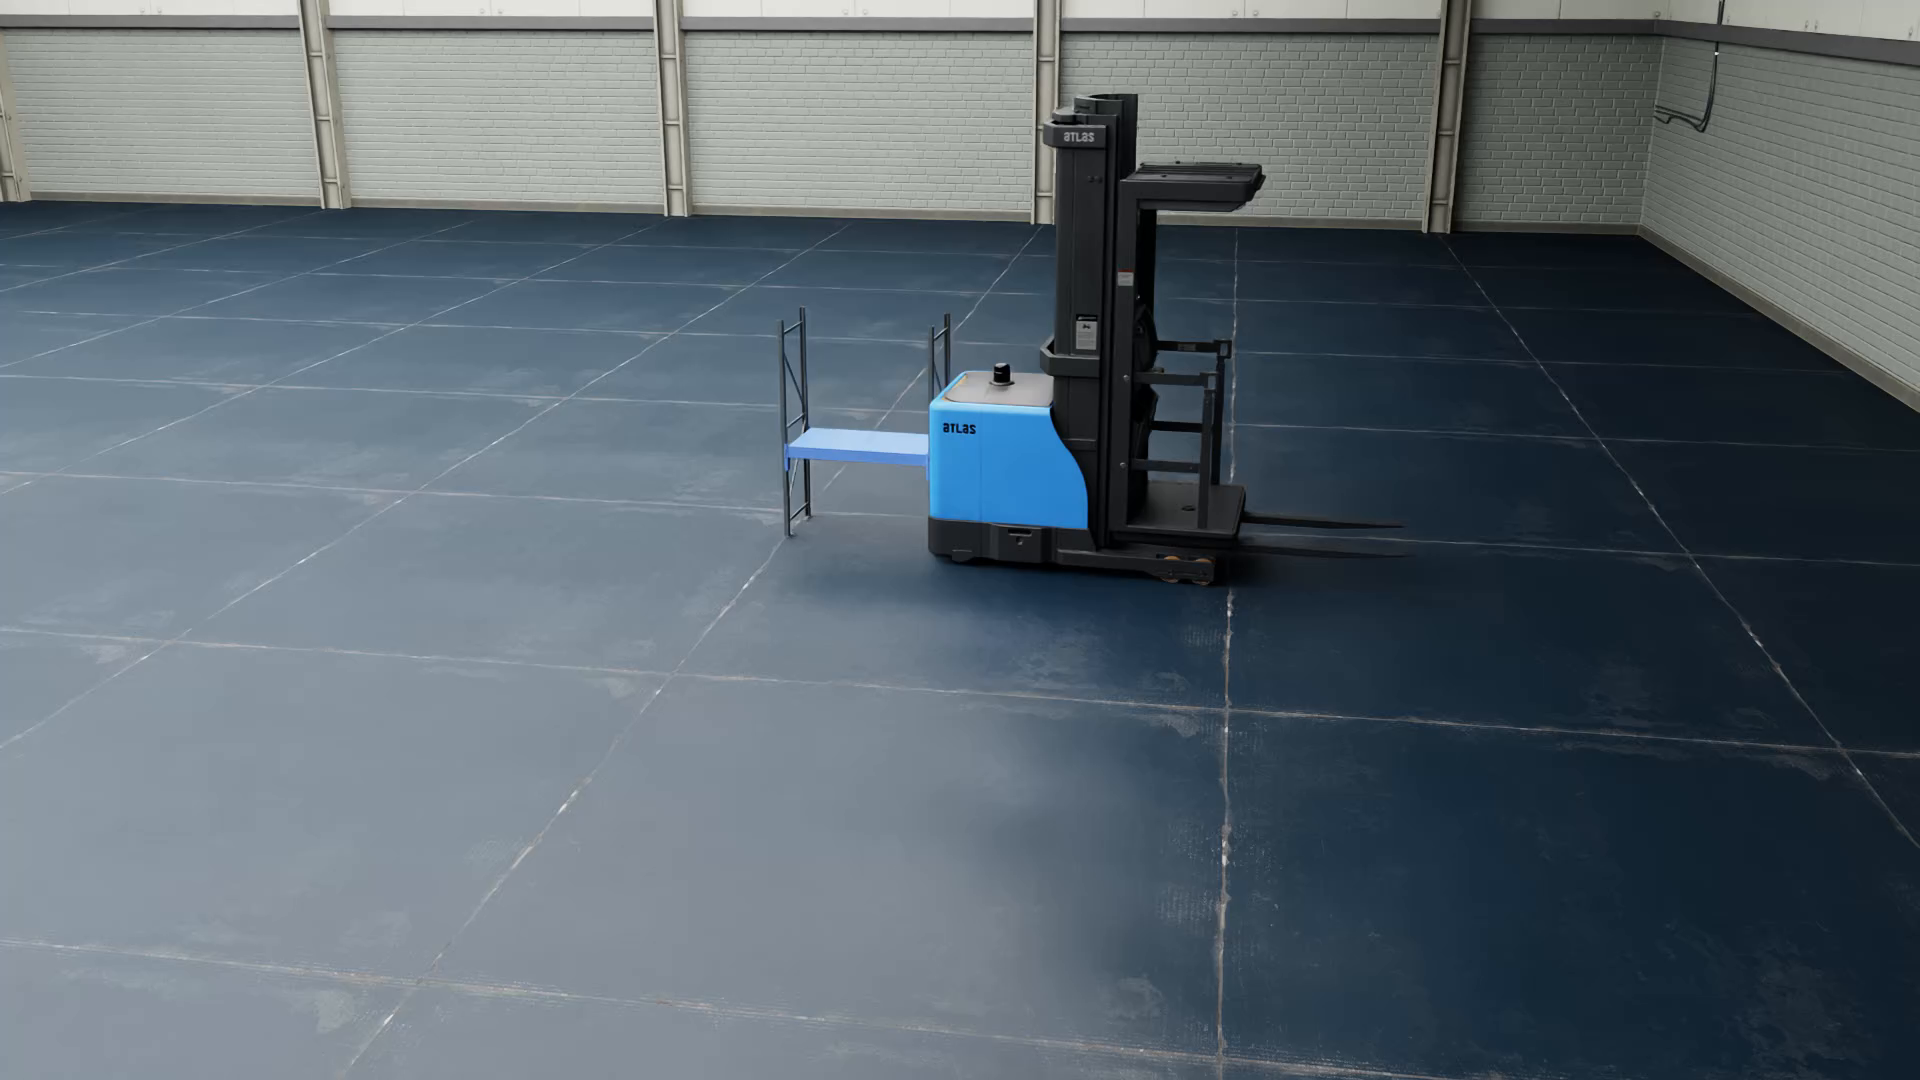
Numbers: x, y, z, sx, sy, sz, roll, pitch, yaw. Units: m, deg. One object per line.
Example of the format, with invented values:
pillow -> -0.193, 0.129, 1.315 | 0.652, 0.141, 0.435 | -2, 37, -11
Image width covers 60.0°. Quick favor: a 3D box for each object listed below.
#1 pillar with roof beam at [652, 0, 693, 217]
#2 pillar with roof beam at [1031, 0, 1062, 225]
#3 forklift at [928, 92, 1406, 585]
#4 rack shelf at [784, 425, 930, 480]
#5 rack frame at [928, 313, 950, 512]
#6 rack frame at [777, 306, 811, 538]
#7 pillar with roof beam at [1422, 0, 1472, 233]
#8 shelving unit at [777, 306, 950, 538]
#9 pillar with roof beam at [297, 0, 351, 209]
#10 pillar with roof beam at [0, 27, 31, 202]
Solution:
pillar with roof beam -> -5.275, -8.226, 21.707 | 0.400, 9.000, 9.100 | 3, 19, 9
pillar with roof beam -> 0.649, -7.924, 20.805 | 0.400, 9.000, 9.100 | 3, 19, 9
forklift -> 1.362, -1.291, 10.542 | 3.031, 2.935, 1.130 | 4, 19, 12
rack shelf -> -0.632, -0.598, 11.293 | 1.000, 0.185, 0.538 | 4, 19, 12
rack frame -> -0.137, -0.732, 11.128 | 0.032, 1.500, 0.500 | 4, 19, 12
rack frame -> -1.128, -0.804, 11.343 | 0.032, 1.500, 0.500 | 4, 19, 12
pillar with roof beam -> 6.573, -7.623, 19.902 | 0.400, 9.000, 9.100 | 3, 19, 9
shelving unit -> -0.632, -0.768, 11.235 | 1.048, 1.500, 0.538 | 4, 19, 12
pillar with roof beam -> -11.199, -8.528, 22.610 | 0.400, 9.000, 9.100 | 3, 19, 9
pillar with roof beam -> -17.123, -8.830, 23.512 | 0.400, 9.000, 9.100 | 3, 19, 9
